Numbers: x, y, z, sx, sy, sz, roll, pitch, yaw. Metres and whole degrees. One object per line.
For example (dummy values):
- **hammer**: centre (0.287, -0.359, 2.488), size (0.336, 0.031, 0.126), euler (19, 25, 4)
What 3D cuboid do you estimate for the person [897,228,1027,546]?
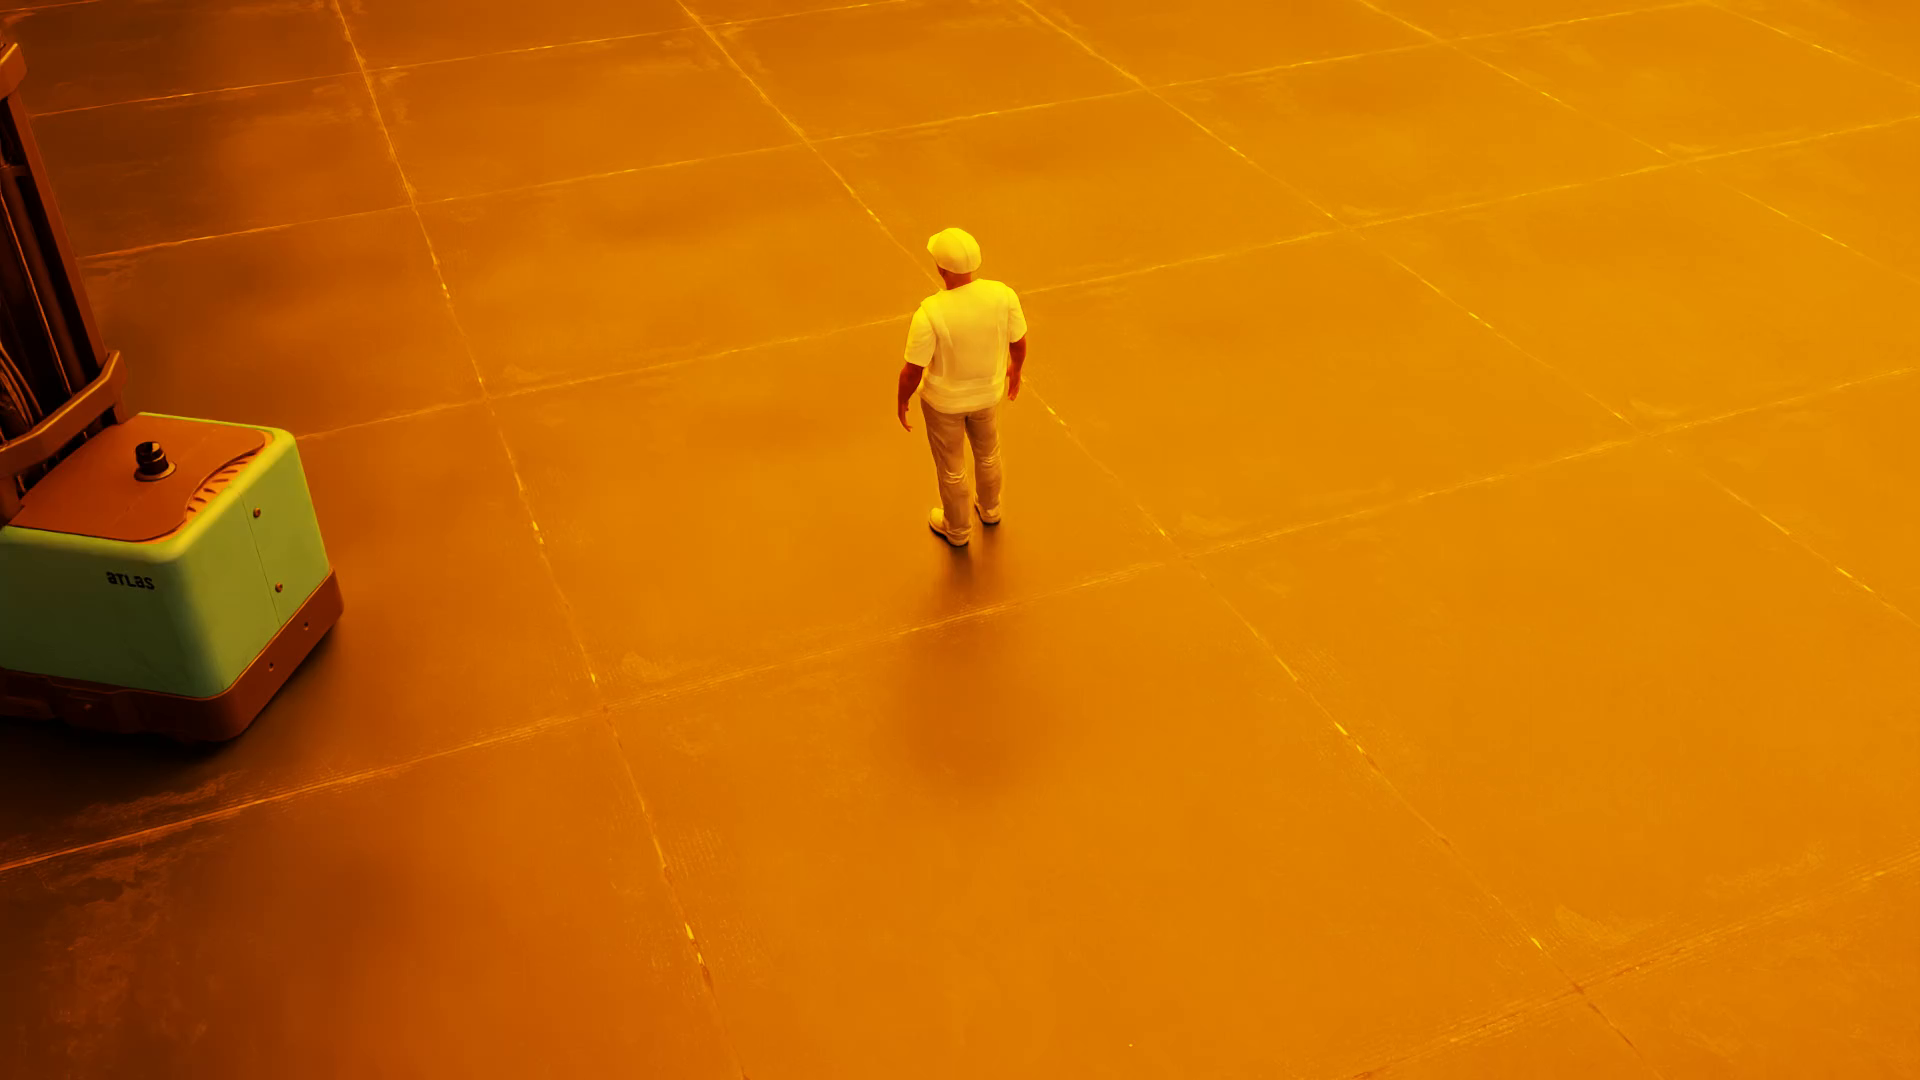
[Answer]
- **person**: centre (-0.021, -0.764, 8.166), size (0.665, 1.765, 0.577), euler (-14, 38, -19)

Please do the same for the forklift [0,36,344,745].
- **forklift**: centre (-4.545, -0.722, 7.114), size (3.031, 2.935, 1.130), euler (7, 36, 10)
